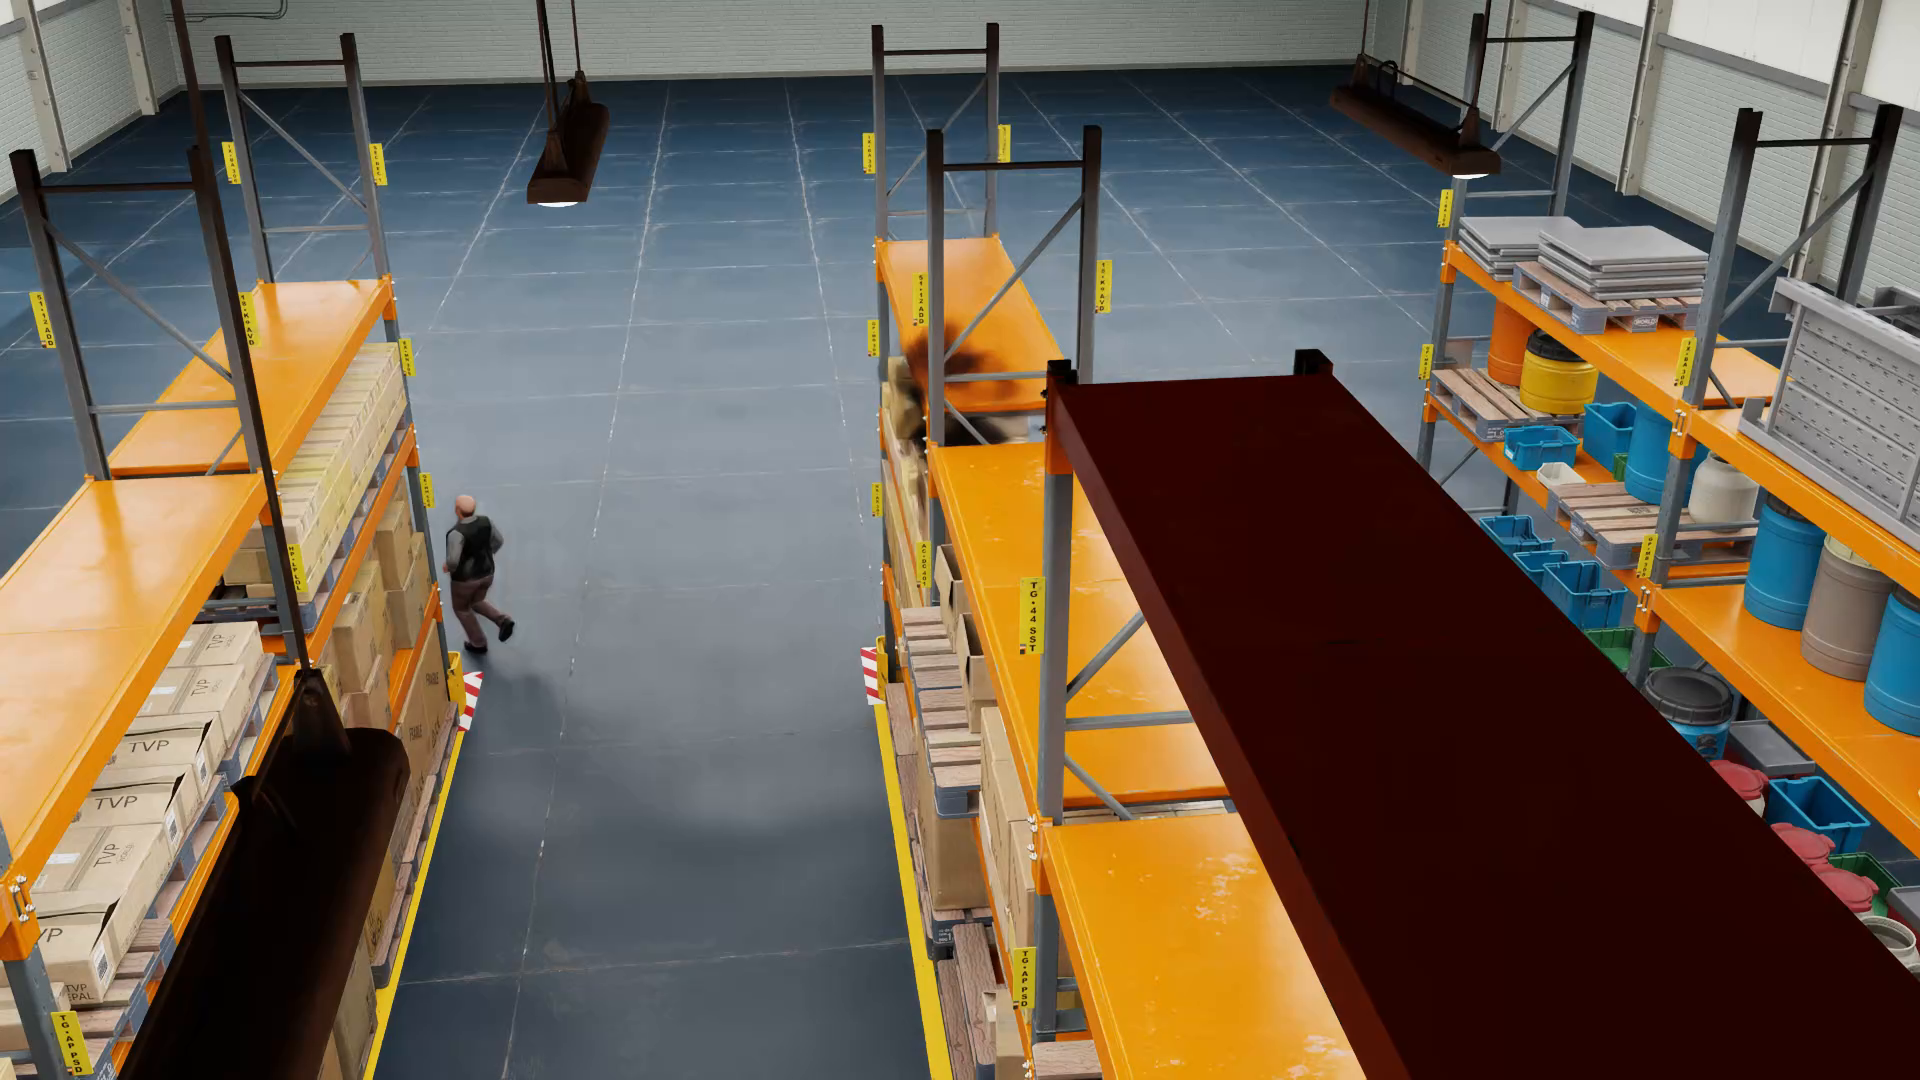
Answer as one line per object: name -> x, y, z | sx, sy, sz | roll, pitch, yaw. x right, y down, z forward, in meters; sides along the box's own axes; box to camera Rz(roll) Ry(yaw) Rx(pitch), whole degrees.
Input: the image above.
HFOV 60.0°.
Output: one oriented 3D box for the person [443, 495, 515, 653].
person -> -4.611, 0.348, 15.846 | 0.624, 1.681, 0.660 | 16, 30, 31
